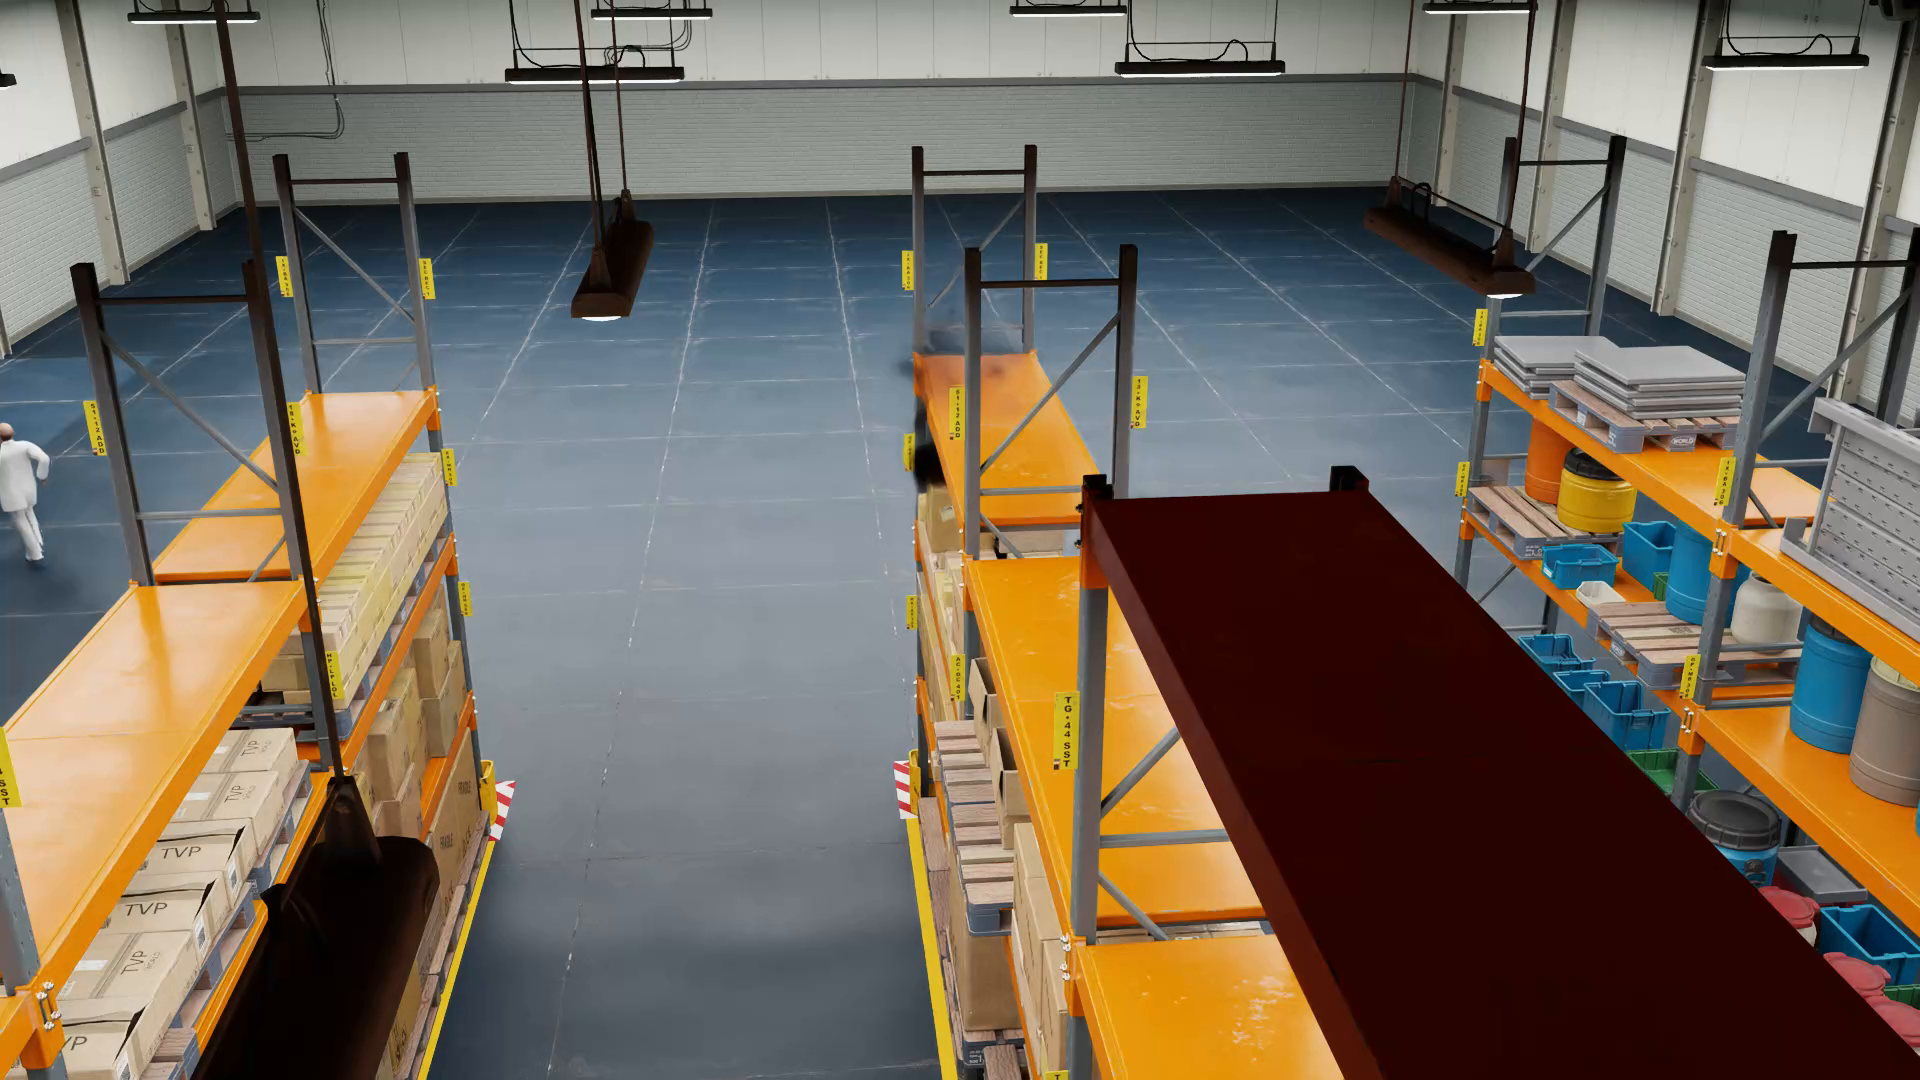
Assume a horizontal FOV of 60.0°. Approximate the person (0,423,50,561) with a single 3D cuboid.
[{"bbox_3d":[-11.712,-0.580,20.710,0.825,1.842,0.668,18,28,37],"label":"person"}]
